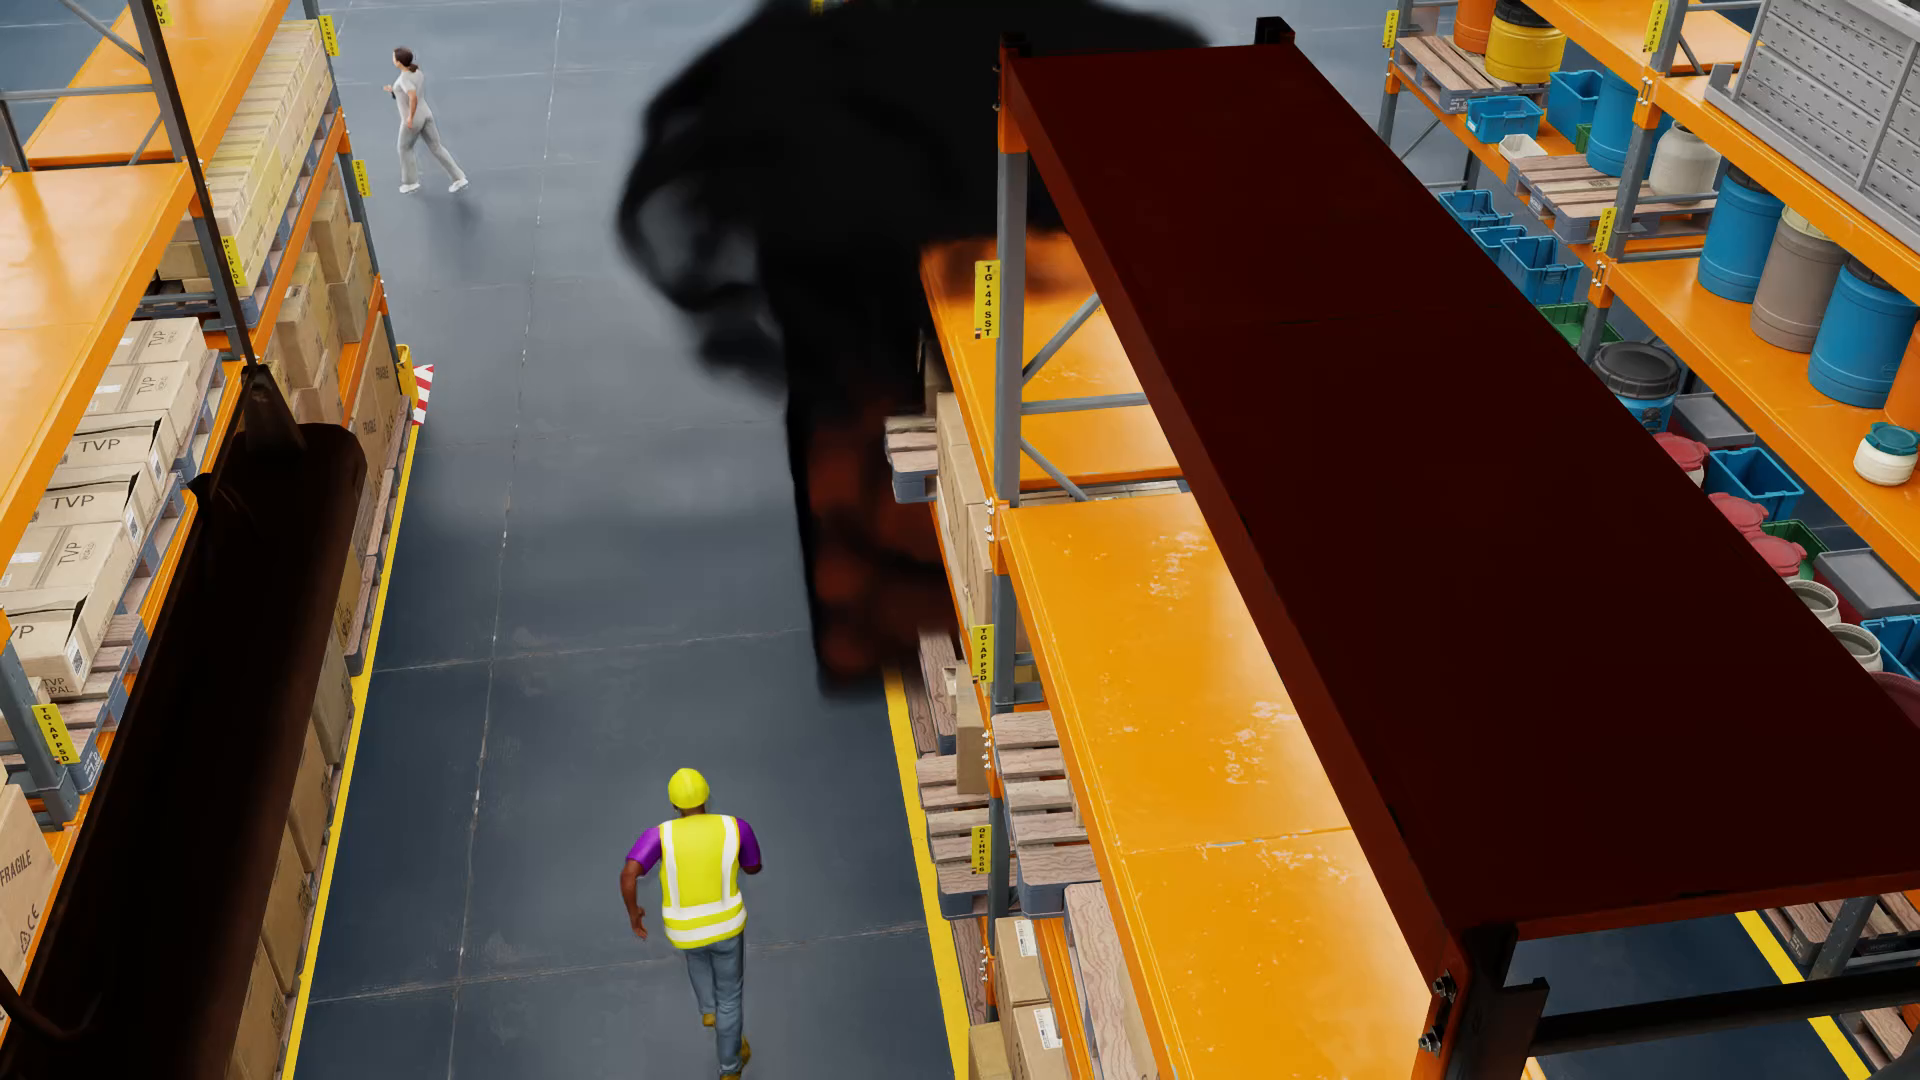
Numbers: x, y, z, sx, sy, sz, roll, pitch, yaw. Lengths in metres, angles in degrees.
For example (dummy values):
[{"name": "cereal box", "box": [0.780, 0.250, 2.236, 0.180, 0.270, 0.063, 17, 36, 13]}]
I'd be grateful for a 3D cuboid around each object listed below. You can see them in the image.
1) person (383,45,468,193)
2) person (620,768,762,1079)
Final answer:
[{"name": "person", "box": [-5.920, -4.568, 18.226, 0.899, 1.697, 0.543, 13, 38, 18]}, {"name": "person", "box": [-1.383, 2.054, 8.841, 0.737, 1.696, 0.942, -8, 37, -11]}]
